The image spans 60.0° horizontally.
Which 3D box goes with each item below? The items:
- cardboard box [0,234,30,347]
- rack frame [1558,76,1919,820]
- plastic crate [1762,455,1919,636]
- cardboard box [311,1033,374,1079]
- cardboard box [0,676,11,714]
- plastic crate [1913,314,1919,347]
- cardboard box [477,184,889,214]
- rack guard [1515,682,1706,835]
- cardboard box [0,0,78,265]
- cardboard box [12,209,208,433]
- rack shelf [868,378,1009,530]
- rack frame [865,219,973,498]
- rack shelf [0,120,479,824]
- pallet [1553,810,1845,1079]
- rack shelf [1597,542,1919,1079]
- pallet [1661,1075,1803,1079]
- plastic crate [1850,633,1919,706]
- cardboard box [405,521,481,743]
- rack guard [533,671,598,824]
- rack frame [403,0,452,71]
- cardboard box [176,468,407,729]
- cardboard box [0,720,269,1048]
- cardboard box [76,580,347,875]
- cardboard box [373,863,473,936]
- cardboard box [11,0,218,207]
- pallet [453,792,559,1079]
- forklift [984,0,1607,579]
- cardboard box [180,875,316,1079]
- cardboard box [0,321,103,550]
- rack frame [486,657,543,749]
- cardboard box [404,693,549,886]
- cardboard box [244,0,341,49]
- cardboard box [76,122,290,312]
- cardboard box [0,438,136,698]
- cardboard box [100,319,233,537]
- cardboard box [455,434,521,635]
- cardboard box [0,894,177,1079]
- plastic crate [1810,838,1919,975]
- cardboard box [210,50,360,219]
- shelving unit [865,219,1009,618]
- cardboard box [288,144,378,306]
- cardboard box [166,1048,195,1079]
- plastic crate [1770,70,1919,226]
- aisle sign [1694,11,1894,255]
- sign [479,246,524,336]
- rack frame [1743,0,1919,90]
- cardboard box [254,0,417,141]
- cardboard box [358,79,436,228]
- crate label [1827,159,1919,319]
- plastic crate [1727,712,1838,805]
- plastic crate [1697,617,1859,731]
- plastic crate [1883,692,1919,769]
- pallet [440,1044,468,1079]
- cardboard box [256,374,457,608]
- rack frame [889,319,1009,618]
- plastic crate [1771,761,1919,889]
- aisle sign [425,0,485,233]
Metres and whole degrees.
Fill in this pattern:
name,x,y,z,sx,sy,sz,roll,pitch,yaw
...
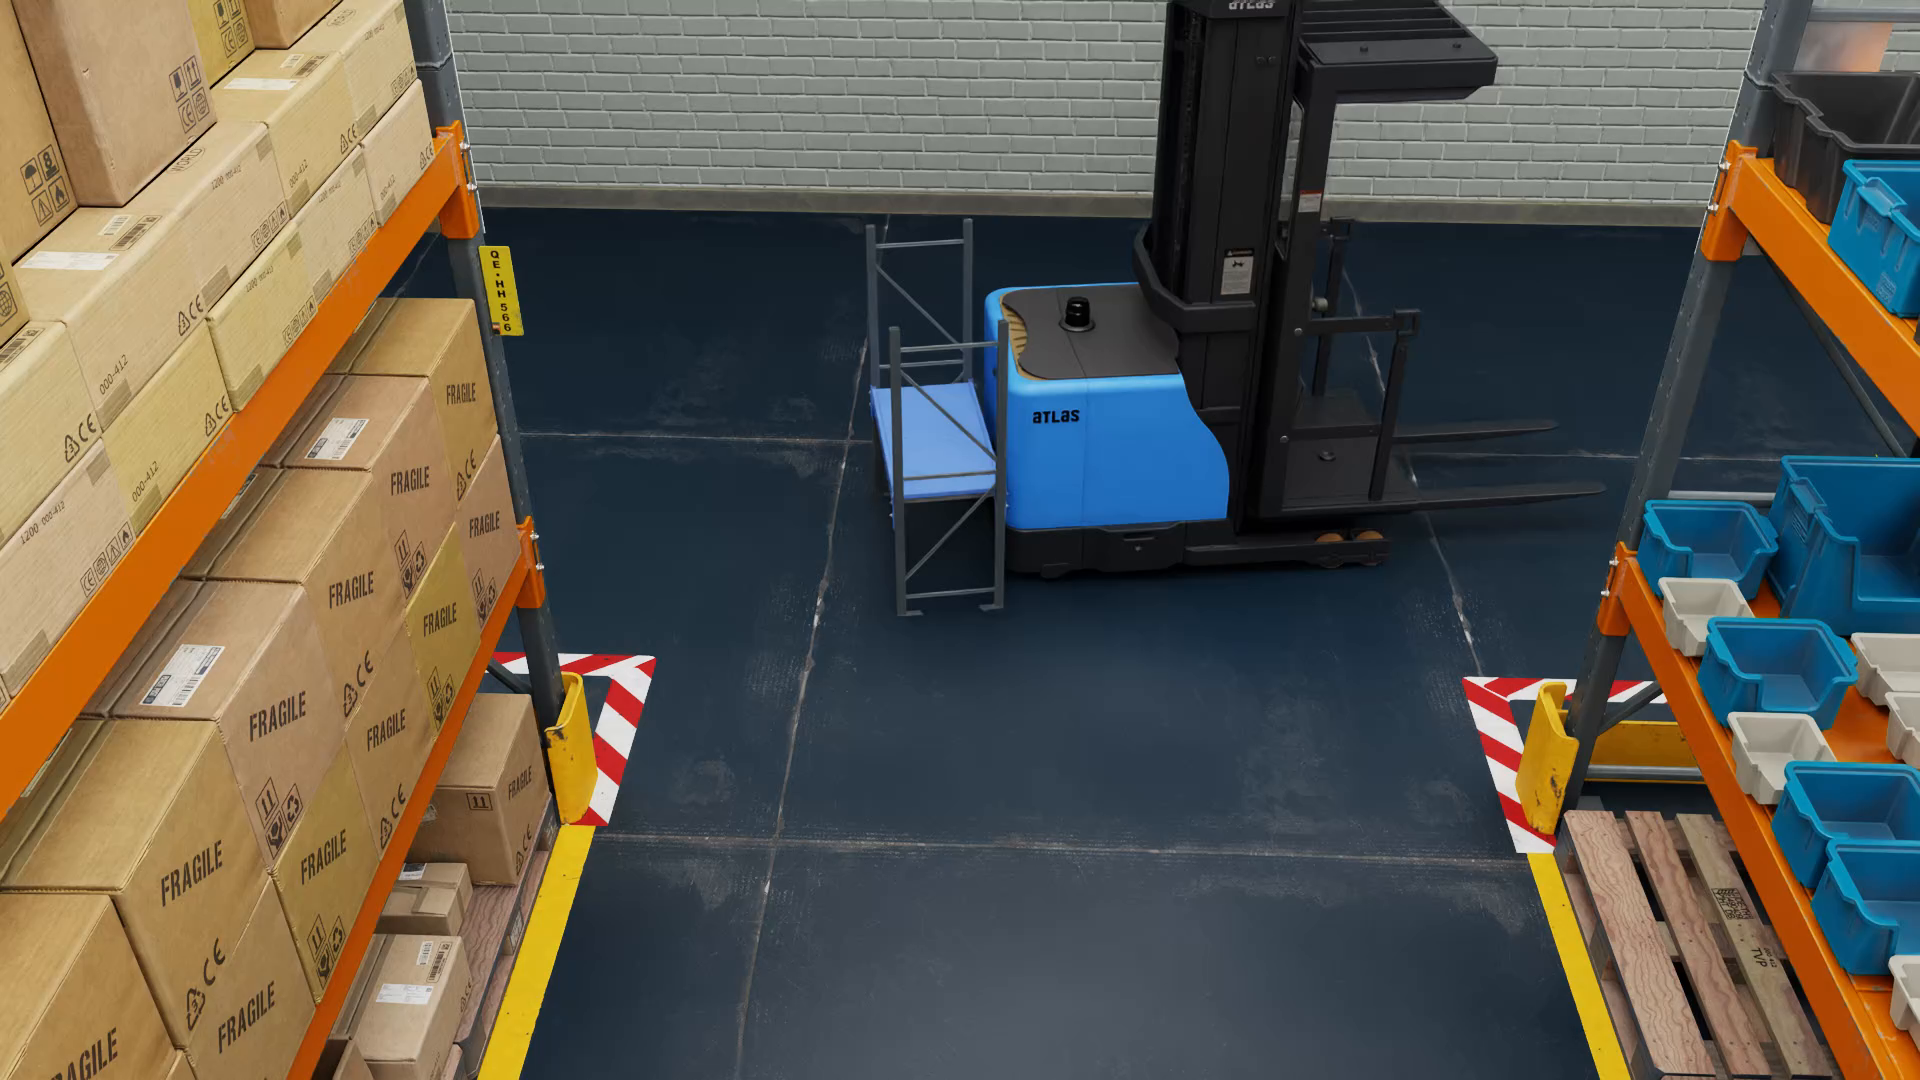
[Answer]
name,x,y,z,sx,sy,sz,roll,pitch,yaw
cardboard box,-2.084,-0.479,2.758,0.700,0.500,0.500,1,35,2
rack frame,2.869,-0.132,5.829,1.000,3.000,0.127,1,35,2
plastic crate,3.042,0.026,5.522,0.616,0.435,0.499,1,35,2
cardboard box,-2.171,1.811,4.852,0.797,0.503,0.637,1,35,2
cardboard box,-1.950,0.323,2.704,0.500,0.250,0.500,1,35,2
plastic crate,2.533,-0.463,3.745,0.504,0.338,0.767,1,35,2
cardboard box,-3.488,-3.543,10.595,6.002,3.100,0.262,2,35,2
rack guard,2.857,0.877,6.568,1.175,0.500,0.348,1,35,2
cardboard box,-2.216,-0.770,3.172,0.700,0.500,0.500,1,35,2
cardboard box,-1.903,-0.456,3.377,0.500,0.250,0.500,1,35,2
rack shelf,-0.118,-0.425,7.862,0.538,0.185,1.000,-5,35,-7
rack frame,-0.190,-0.861,8.171,0.500,1.500,0.032,-5,35,-7
rack shelf,-2.161,-0.032,3.704,1.077,0.370,4.000,1,35,2
pallet,2.797,1.482,5.958,1.003,0.211,1.213,1,35,2
rack shelf,2.789,1.311,4.401,1.077,0.370,4.000,1,35,2
pallet,2.745,2.181,4.963,1.003,0.211,1.213,1,35,2
plastic crate,3.017,0.424,5.215,0.396,0.136,0.243,1,35,2
cardboard box,-1.844,0.272,5.167,0.500,0.500,0.500,2,35,2
rack guard,-2.083,0.818,6.652,1.175,0.500,0.348,1,35,2
rack frame,-2.080,-2.703,4.270,1.000,3.000,0.127,1,35,2
cardboard box,-1.859,0.152,4.469,0.500,0.500,0.500,2,35,3
cardboard box,-1.900,0.744,3.627,0.500,0.500,0.500,0,35,0
cardboard box,-1.880,0.447,4.049,0.500,0.500,0.500,2,35,3
cardboard box,-1.962,1.279,5.903,0.380,0.166,0.250,1,35,2
cardboard box,-2.102,-1.055,3.578,0.700,0.500,0.500,1,35,2
pallet,-2.114,1.394,6.083,1.003,0.211,1.213,1,35,2
forklift,1.657,-1.365,7.643,3.031,2.935,1.130,-3,35,-5
cardboard box,-1.909,1.140,3.932,0.500,0.500,0.500,1,35,2
cardboard box,-1.923,-0.169,2.968,0.500,0.250,0.500,1,35,2
rack frame,-2.084,-0.249,5.995,0.949,2.616,0.053,1,35,2
cardboard box,-1.856,0.912,6.135,0.500,0.500,0.500,1,35,2
cardboard box,-2.085,-1.630,4.396,0.700,0.500,0.500,1,35,2
cardboard box,-1.890,-0.744,3.786,0.500,0.250,0.500,1,35,2
cardboard box,-1.929,0.036,3.112,0.500,0.250,0.500,1,35,2
cardboard box,-1.912,-0.252,3.521,0.500,0.250,0.500,1,35,2
cardboard box,-1.826,-0.026,5.591,0.500,0.500,0.500,2,35,3
cardboard box,-1.921,1.039,3.207,0.500,0.500,0.500,0,35,0
plastic crate,2.465,0.975,4.347,0.416,0.233,0.300,1,35,2
cardboard box,-1.866,-1.031,4.195,0.500,0.250,0.500,1,35,2
shelving unit,-0.118,-0.572,7.759,0.538,1.500,1.048,-5,35,-7
cardboard box,-1.869,-0.826,4.339,0.500,0.250,0.500,1,35,2
cardboard box,-2.147,0.693,4.568,1.079,0.500,3.026,2,35,3
plastic crate,2.575,-1.091,4.699,0.497,0.269,0.590,1,35,2
aisle sign,2.575,-1.244,5.150,0.394,0.787,0.004,1,35,2
sign,-1.527,-0.827,5.537,0.100,0.325,0.005,1,35,2
rack frame,2.869,-2.587,4.104,1.000,3.000,0.127,1,35,2
cardboard box,-1.846,-1.318,4.604,0.500,0.250,0.500,1,35,2
cardboard box,-1.838,-1.113,4.747,0.500,0.250,0.500,1,35,2
crate label,2.509,-0.776,4.266,0.408,0.251,0.502,1,35,2
plastic crate,2.407,0.658,4.883,0.250,0.136,0.298,1,35,2
plastic crate,2.504,0.424,5.131,0.416,0.233,0.300,1,35,2
plastic crate,2.991,0.590,4.979,0.396,0.136,0.243,1,35,2
pallet,-2.166,2.093,5.088,1.003,0.211,1.213,1,35,2
cardboard box,-1.843,-0.146,4.893,0.500,0.500,0.500,2,35,3
rack frame,-0.046,-0.282,7.347,0.500,1.500,0.032,-5,35,-7
plastic crate,2.477,0.803,4.593,0.416,0.233,0.300,1,35,2
aisle sign,-1.772,-1.344,5.293,0.394,0.787,0.004,1,35,2
